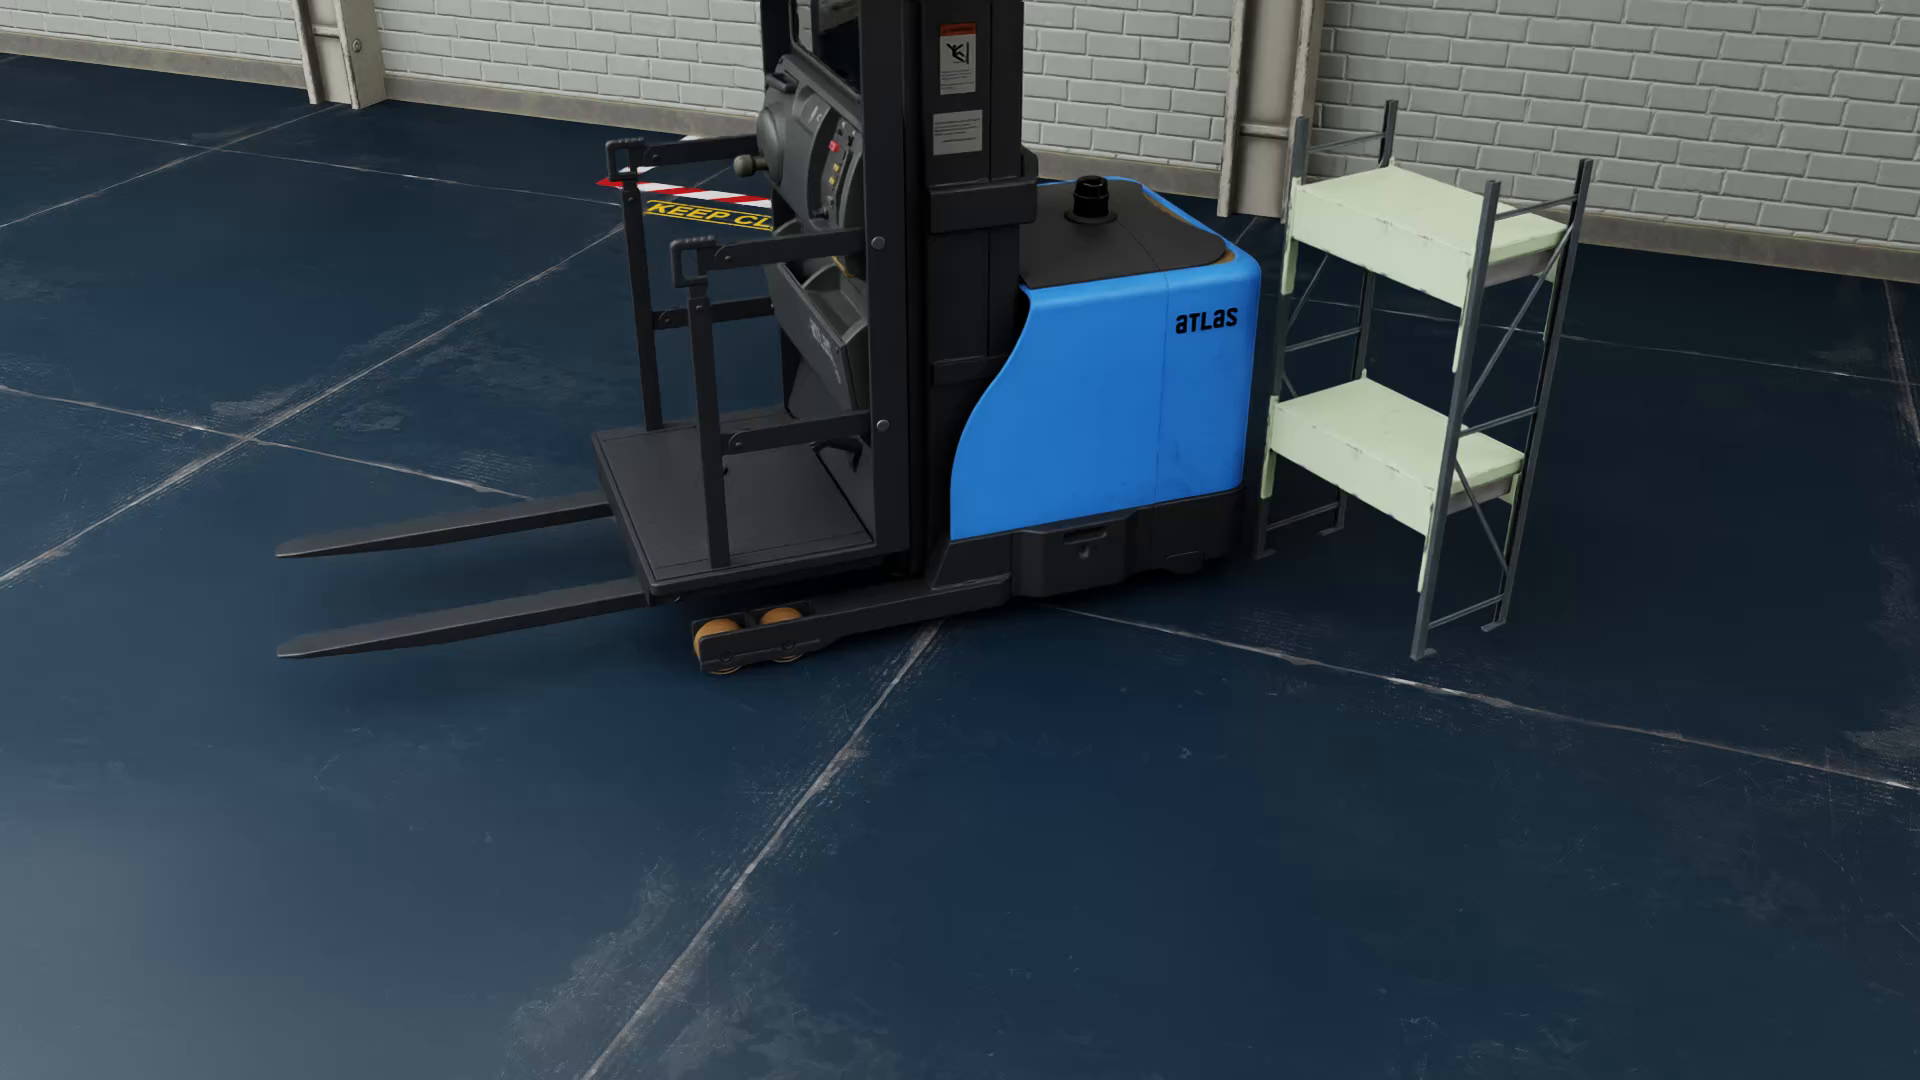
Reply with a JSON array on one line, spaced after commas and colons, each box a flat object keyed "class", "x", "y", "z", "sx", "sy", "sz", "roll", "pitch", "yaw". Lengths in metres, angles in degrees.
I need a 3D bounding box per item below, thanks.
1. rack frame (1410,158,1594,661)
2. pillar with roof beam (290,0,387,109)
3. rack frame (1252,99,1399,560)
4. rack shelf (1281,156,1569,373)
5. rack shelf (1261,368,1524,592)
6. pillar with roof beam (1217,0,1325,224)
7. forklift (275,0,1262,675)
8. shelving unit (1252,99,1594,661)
[{"class": "rack frame", "x": 1.557, "y": -0.338, "z": 4.824, "sx": 0.400, "sy": 1.500, "sz": 0.023, "roll": -17, "pitch": 34, "yaw": -28}, {"class": "pillar with roof beam", "x": -5.582, "y": -4.810, "z": 5.115, "sx": 0.400, "sy": 9.000, "sz": 9.100, "roll": 11, "pitch": 31, "yaw": 19}, {"class": "rack frame", "x": 1.166, "y": -0.642, "z": 5.362, "sx": 0.400, "sy": 1.500, "sz": 0.023, "roll": -17, "pitch": 34, "yaw": -28}, {"class": "rack shelf", "x": 1.362, "y": -0.830, "z": 4.901, "sx": 0.431, "sy": 0.370, "sz": 0.720, "roll": -17, "pitch": 34, "yaw": -28}, {"class": "rack shelf", "x": 1.362, "y": -0.206, "z": 5.254, "sx": 0.431, "sy": 0.370, "sz": 0.720, "roll": -17, "pitch": 34, "yaw": -28}, {"class": "pillar with roof beam", "x": -0.022, "y": -3.700, "z": 3.151, "sx": 0.400, "sy": 9.000, "sz": 9.100, "roll": 11, "pitch": 31, "yaw": 19}, {"class": "forklift", "x": -0.629, "y": -1.162, "z": 4.827, "sx": 3.031, "sy": 2.935, "sz": 1.130, "roll": -10, "pitch": 31, "yaw": -18}, {"class": "shelving unit", "x": 1.362, "y": -0.490, "z": 5.093, "sx": 0.431, "sy": 1.500, "sz": 0.755, "roll": -17, "pitch": 34, "yaw": -28}]
